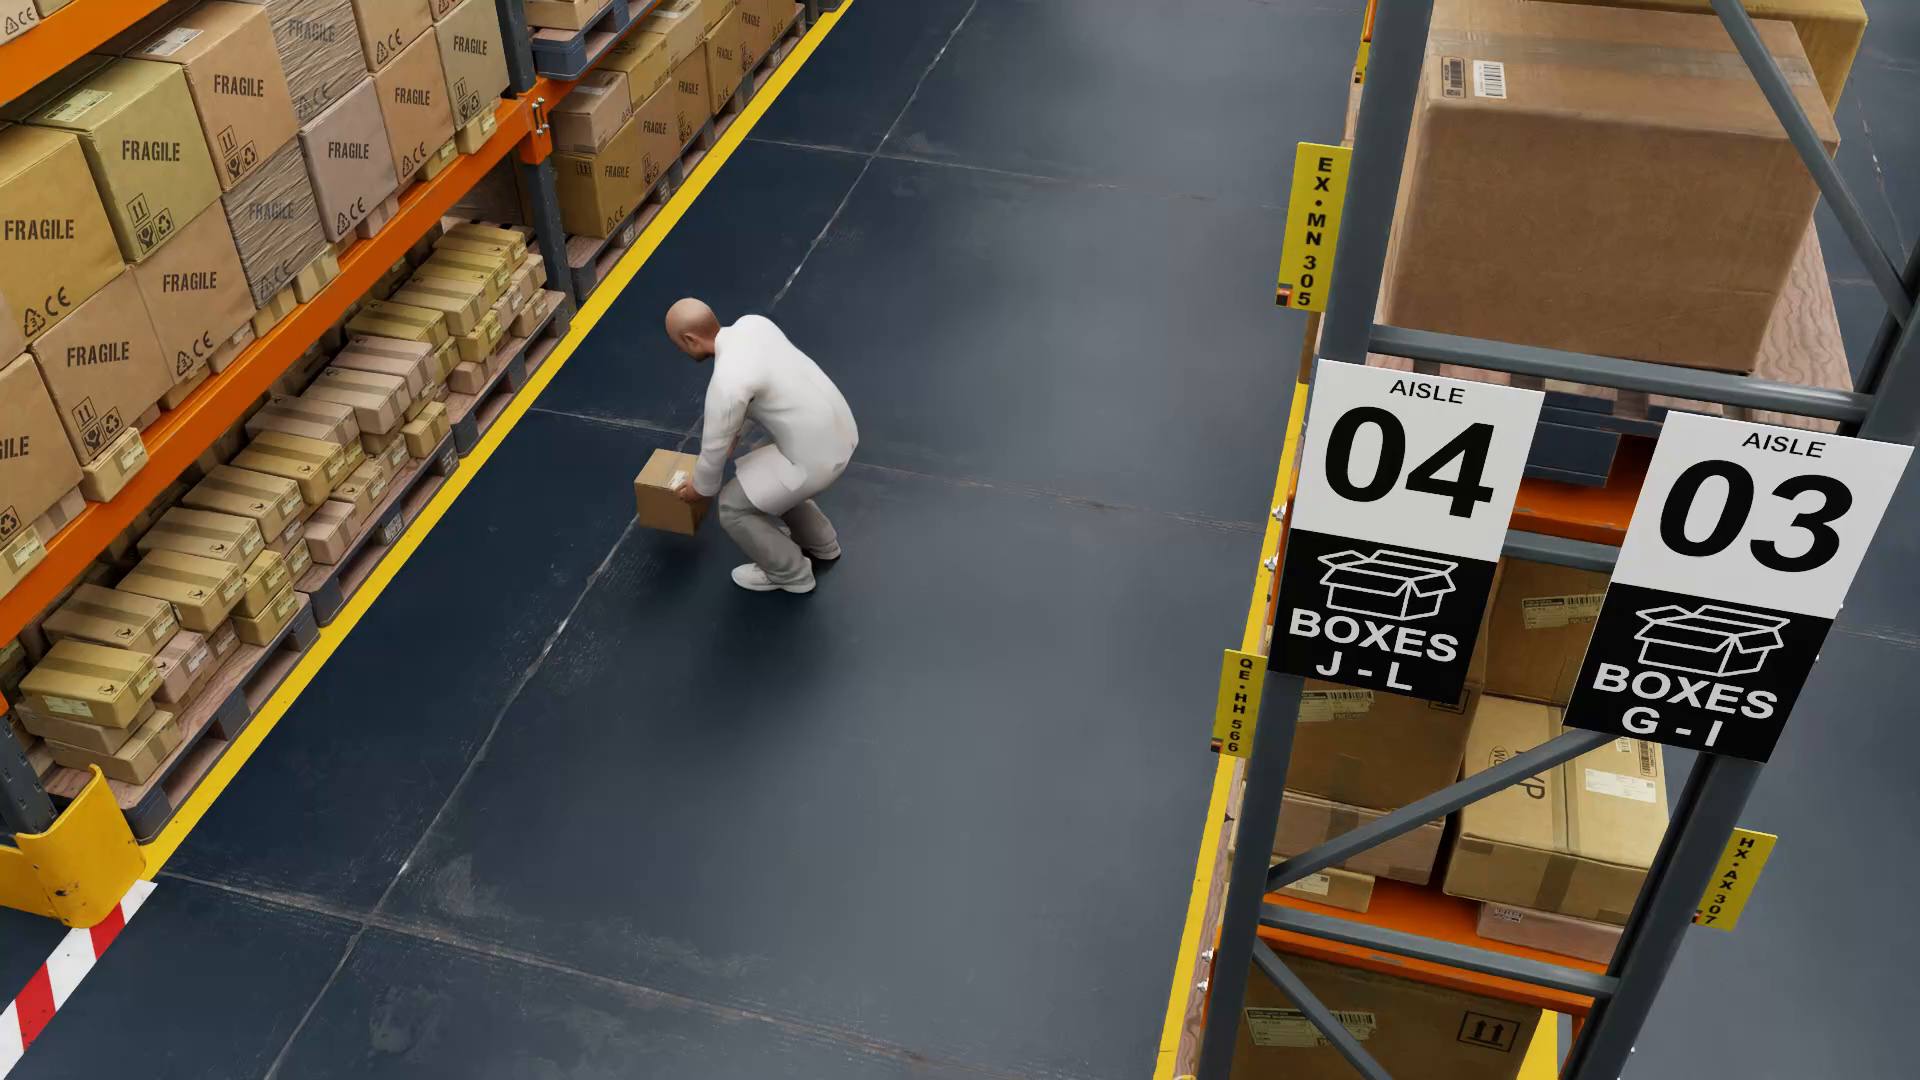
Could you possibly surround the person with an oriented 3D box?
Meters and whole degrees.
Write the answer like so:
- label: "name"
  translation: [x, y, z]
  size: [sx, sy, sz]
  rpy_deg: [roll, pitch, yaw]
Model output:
- label: "person"
  translation: [-0.805, -0.384, 6.939]
  size: [0.749, 1.365, 0.632]
  rpy_deg: [10, 41, 11]
